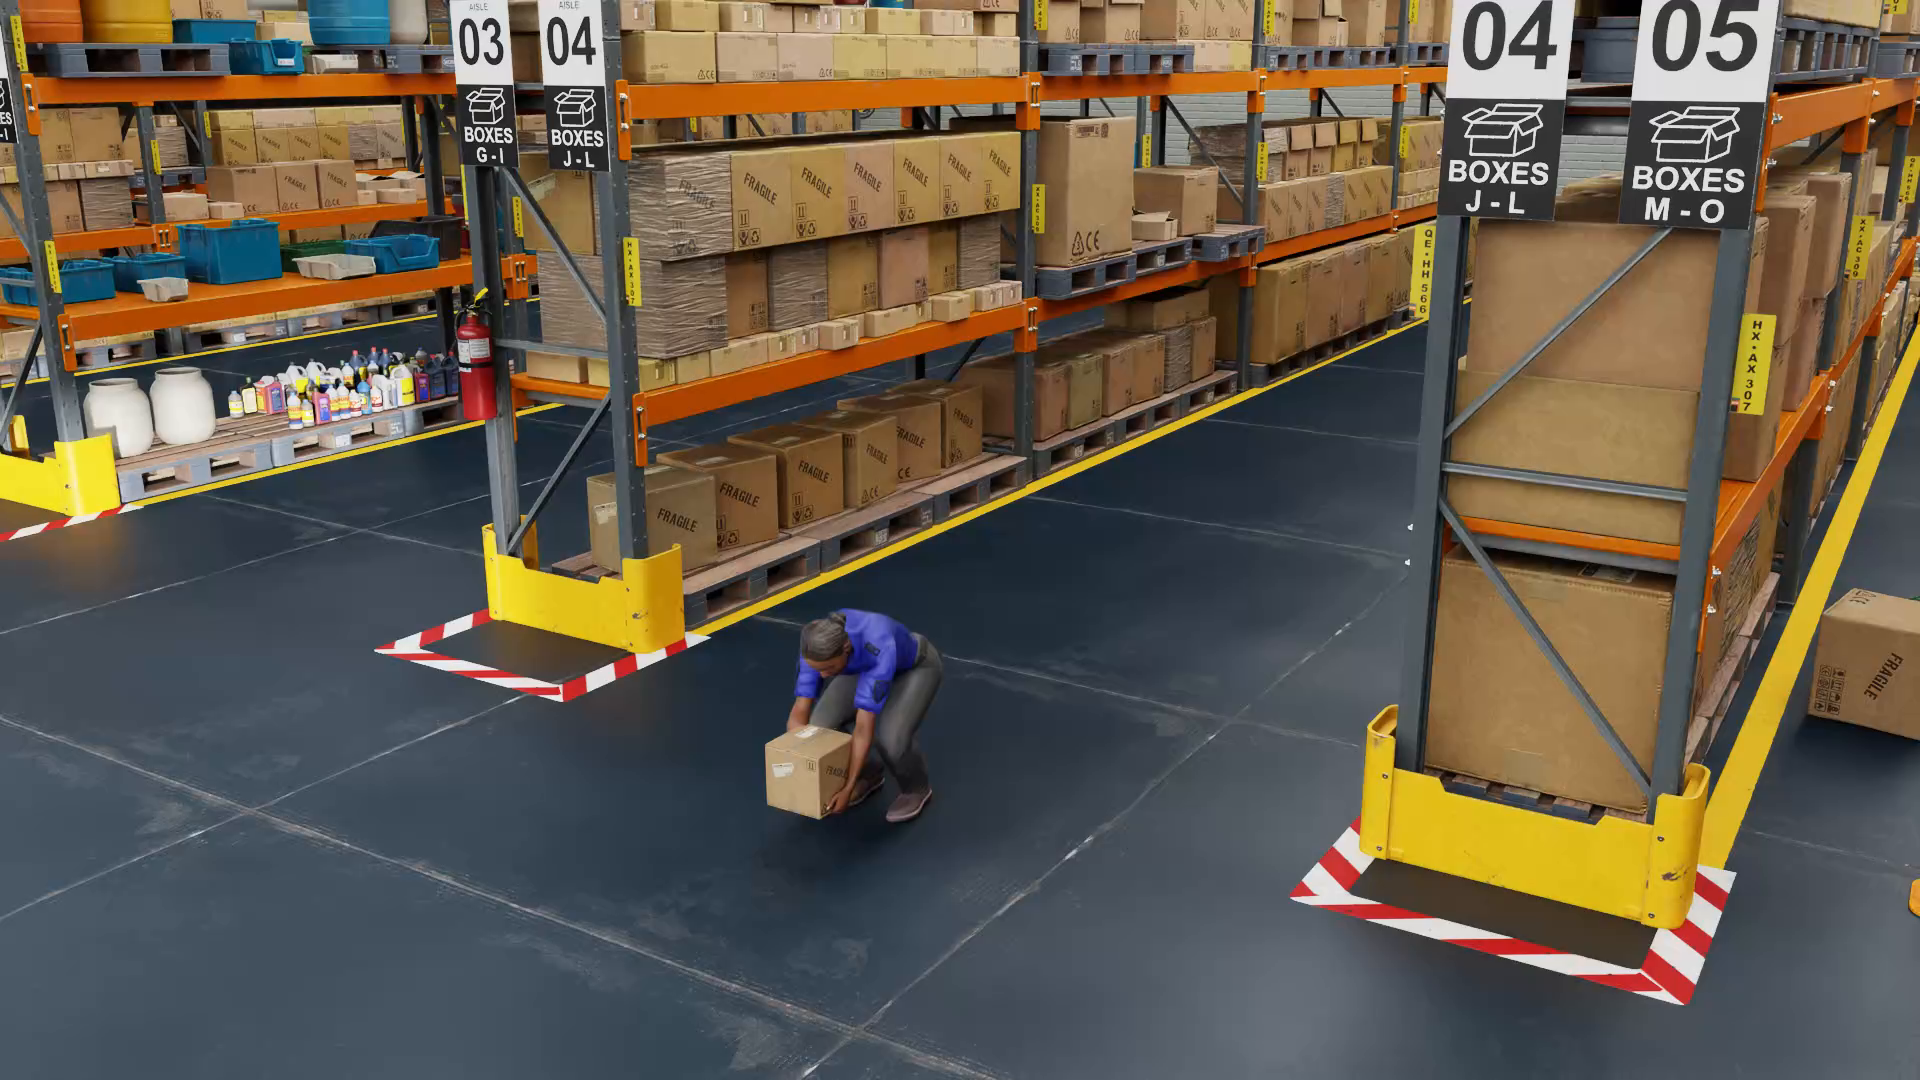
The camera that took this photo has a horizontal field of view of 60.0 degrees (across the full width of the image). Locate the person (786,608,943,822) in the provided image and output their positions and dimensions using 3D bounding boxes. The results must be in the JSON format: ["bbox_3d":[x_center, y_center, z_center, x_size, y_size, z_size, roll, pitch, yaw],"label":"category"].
[{"bbox_3d":[-0.386,0.665,6.562,0.467,0.942,0.850,9,19,28],"label":"person"}]
